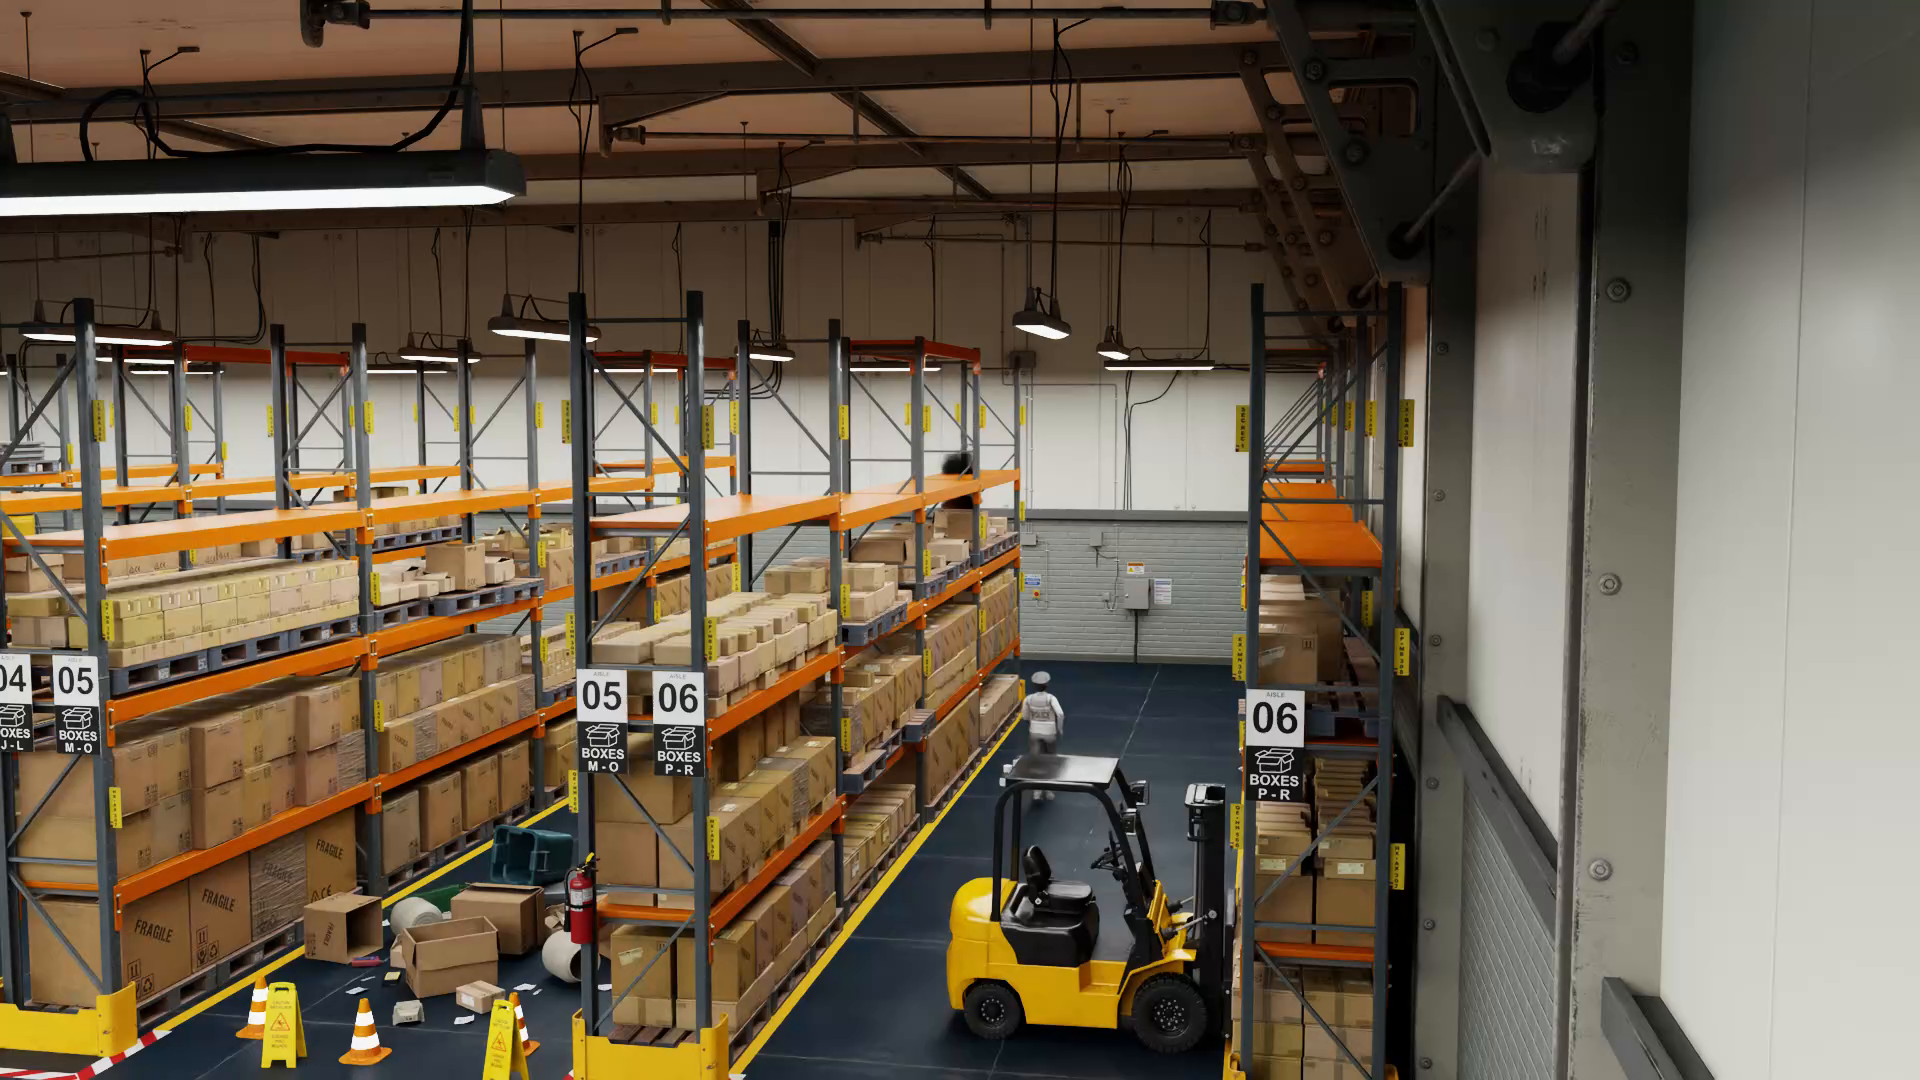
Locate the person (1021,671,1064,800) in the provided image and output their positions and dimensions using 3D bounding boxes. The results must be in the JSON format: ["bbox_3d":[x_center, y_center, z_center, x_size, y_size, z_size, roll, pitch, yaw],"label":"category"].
[{"bbox_3d":[1.084,2.578,21.721,0.579,1.730,0.713,1,5,6],"label":"person"}]
